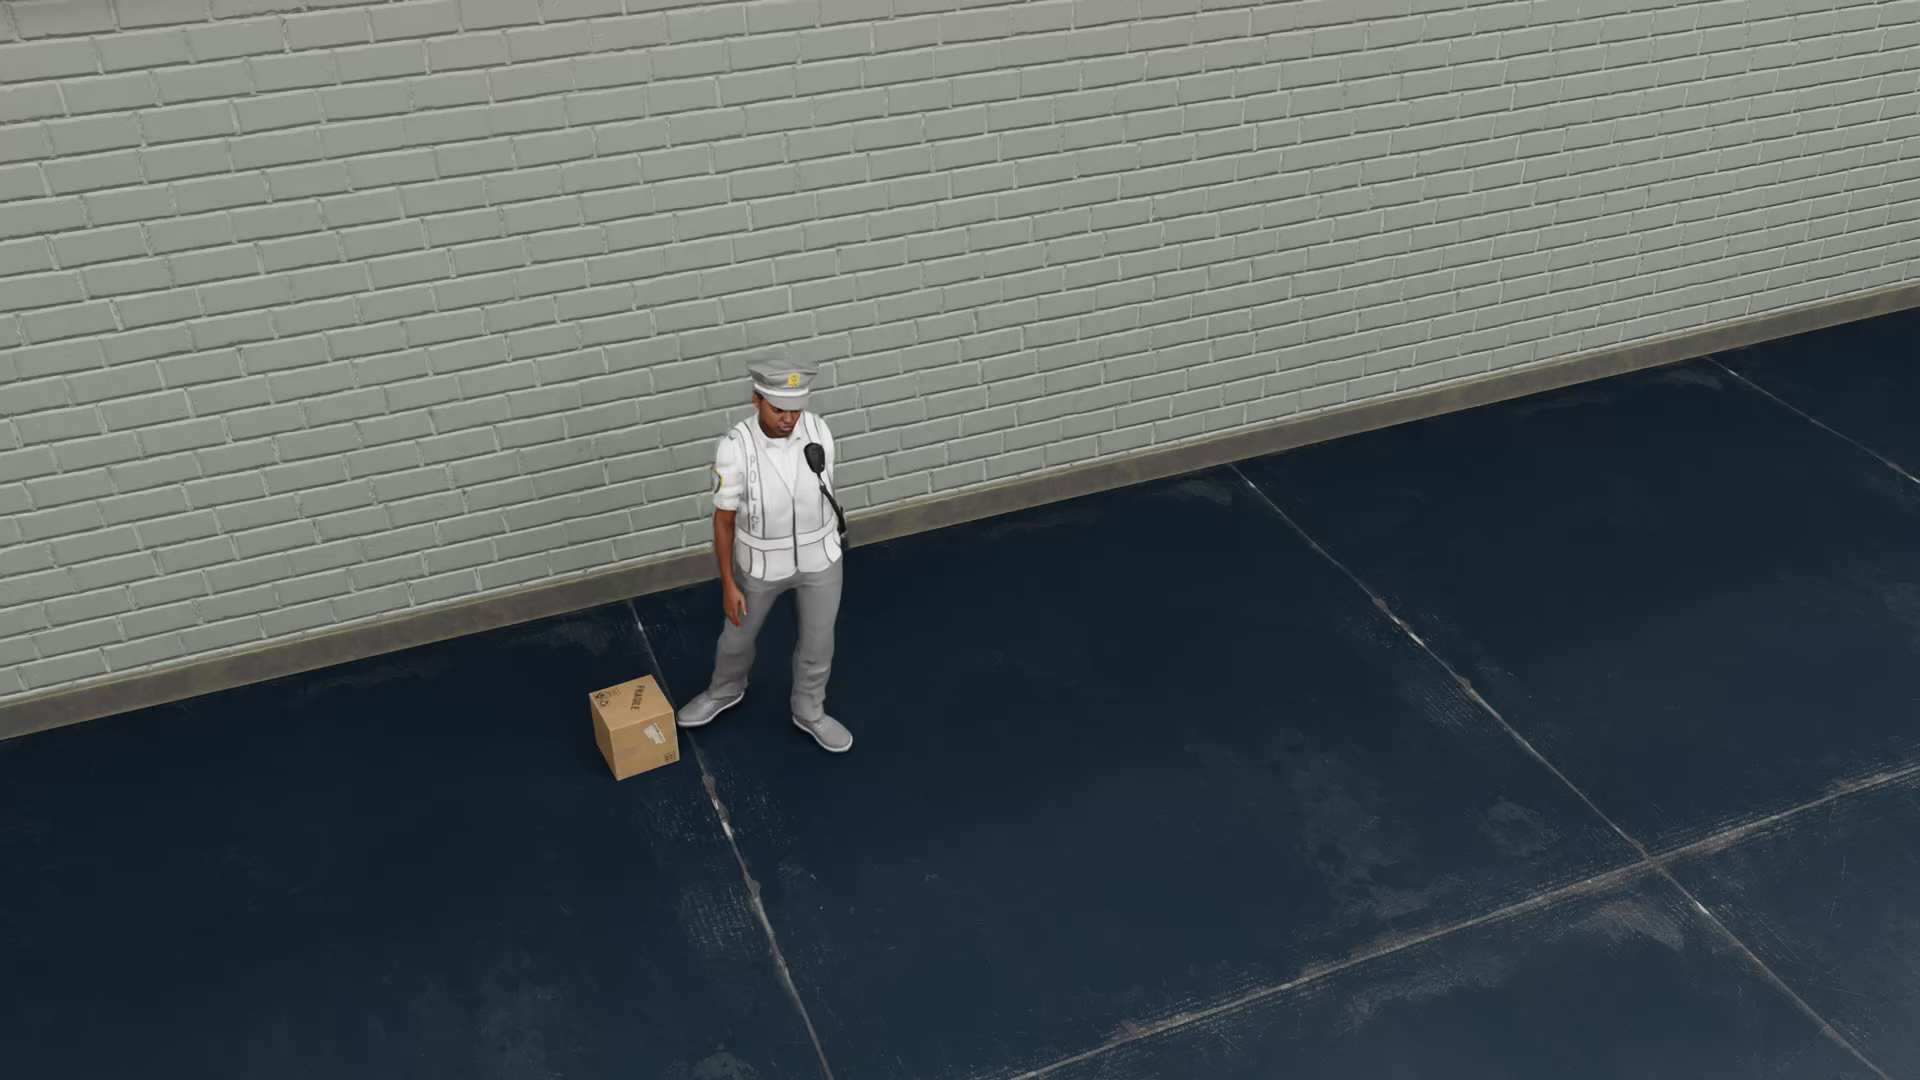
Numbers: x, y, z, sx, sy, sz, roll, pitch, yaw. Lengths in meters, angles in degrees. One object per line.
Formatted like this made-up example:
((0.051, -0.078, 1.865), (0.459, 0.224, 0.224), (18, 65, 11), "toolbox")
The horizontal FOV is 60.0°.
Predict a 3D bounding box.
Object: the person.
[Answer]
((-0.748, 0.070, 6.028), (0.676, 1.670, 0.491), (-9, 35, -14), "person")
